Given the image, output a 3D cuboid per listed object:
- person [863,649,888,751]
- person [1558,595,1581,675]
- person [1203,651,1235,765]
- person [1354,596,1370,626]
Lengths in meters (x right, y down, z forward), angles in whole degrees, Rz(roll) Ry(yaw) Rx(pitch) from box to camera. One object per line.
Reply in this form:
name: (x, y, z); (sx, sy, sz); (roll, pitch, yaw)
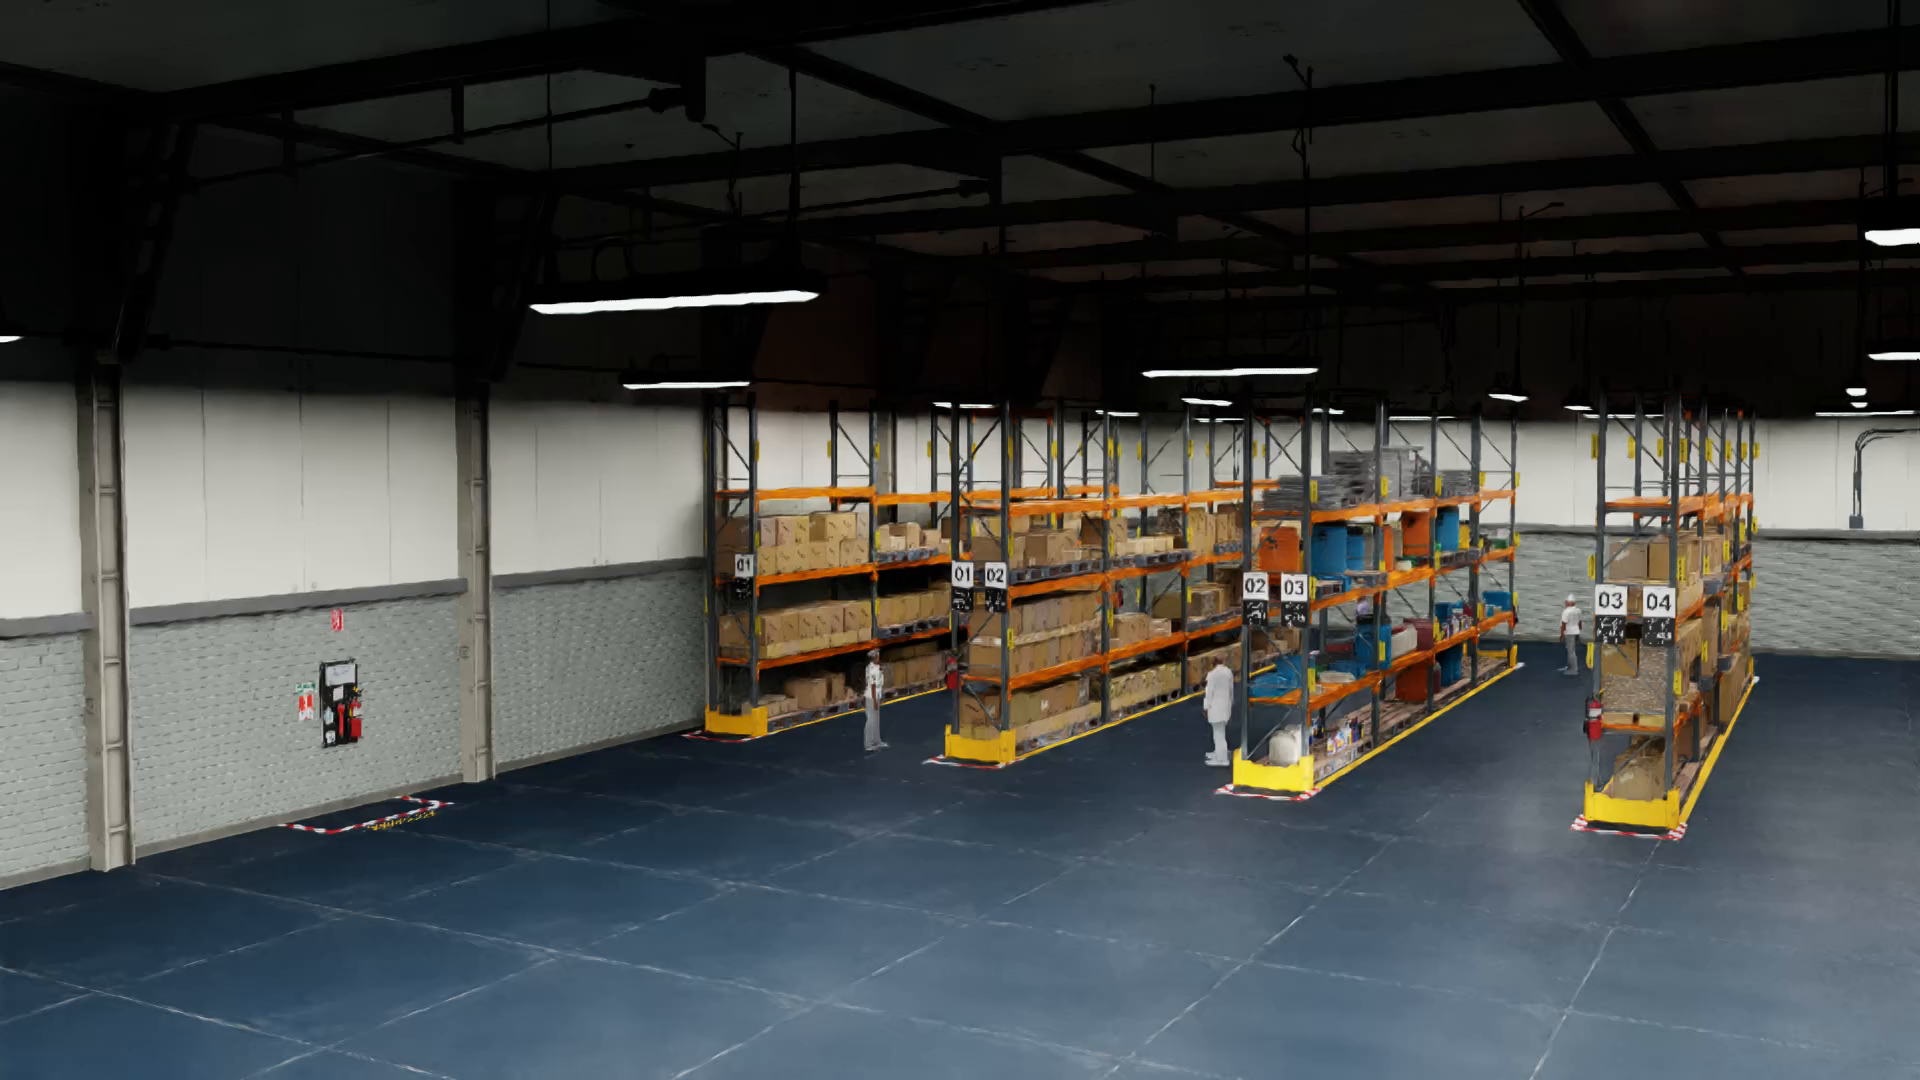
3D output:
person: (-1.405, 2.661, 27.756); (0.416, 1.666, 0.507); (0, 3, -3)
person: (13.597, 2.103, 37.119); (0.681, 1.763, 0.594); (-3, 4, -42)
person: (4.107, 2.660, 26.553); (0.627, 1.772, 0.696); (3, 4, 43)
person: (9.424, 2.059, 39.038); (0.566, 1.639, 0.636); (3, 4, 42)
